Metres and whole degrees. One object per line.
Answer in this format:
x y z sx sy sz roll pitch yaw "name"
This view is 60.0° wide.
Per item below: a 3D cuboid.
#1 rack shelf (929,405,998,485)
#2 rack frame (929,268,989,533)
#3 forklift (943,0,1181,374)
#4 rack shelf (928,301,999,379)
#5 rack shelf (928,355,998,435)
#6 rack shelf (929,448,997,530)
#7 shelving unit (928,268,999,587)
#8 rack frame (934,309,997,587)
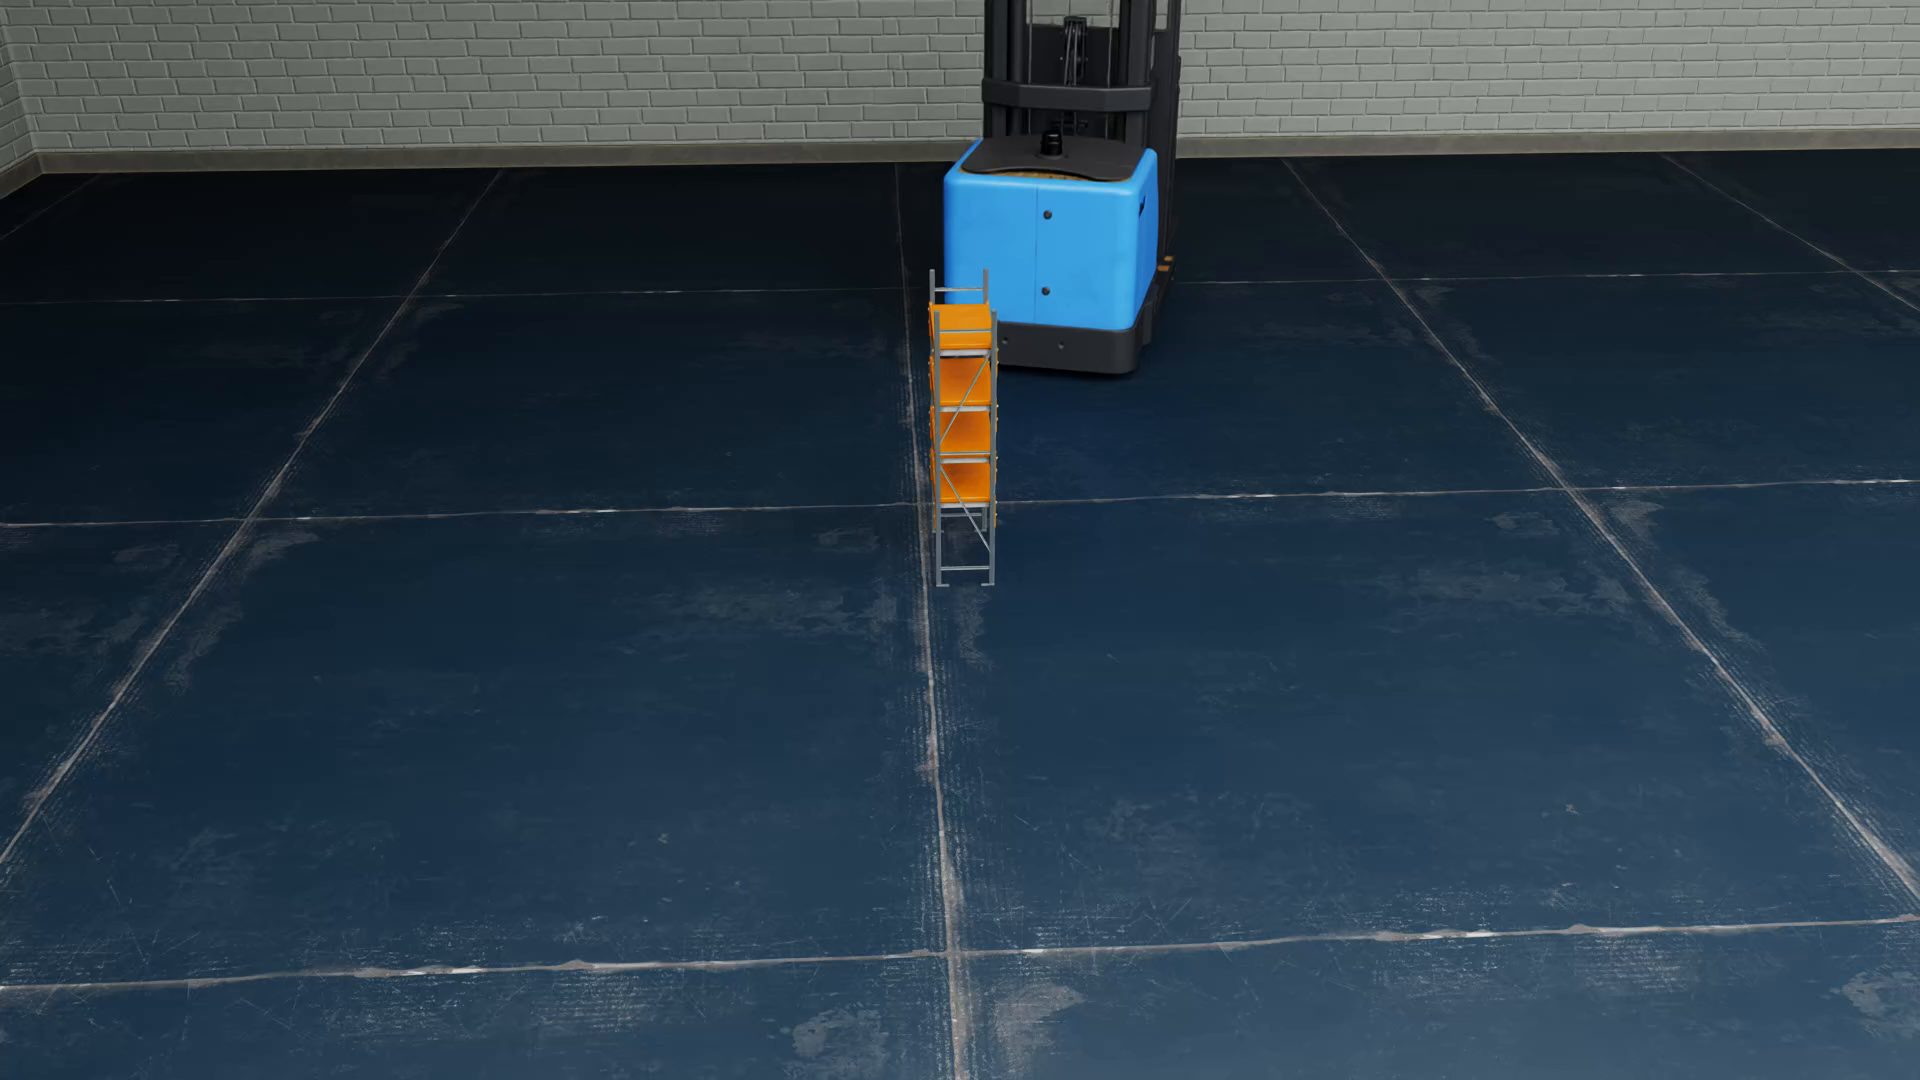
0.009 -0.396 6.857 0.258 0.148 0.480 -1 28 -3 "rack shelf"
-0.004 -0.568 7.042 0.240 1.200 0.015 -1 28 -3 "rack frame"
0.731 -2.838 9.521 1.130 2.935 3.031 6 28 12 "forklift"
0.009 -0.804 6.644 0.258 0.148 0.480 -1 28 -3 "rack shelf"
0.009 -0.594 6.754 0.258 0.148 0.480 -1 28 -3 "rack shelf"
0.009 -0.220 6.949 0.258 0.148 0.480 -1 28 -3 "rack shelf"
0.009 -0.456 6.826 0.258 1.200 0.503 -1 28 -3 "shelving unit"
0.021 -0.343 6.610 0.240 1.200 0.015 -1 28 -3 "rack frame"
